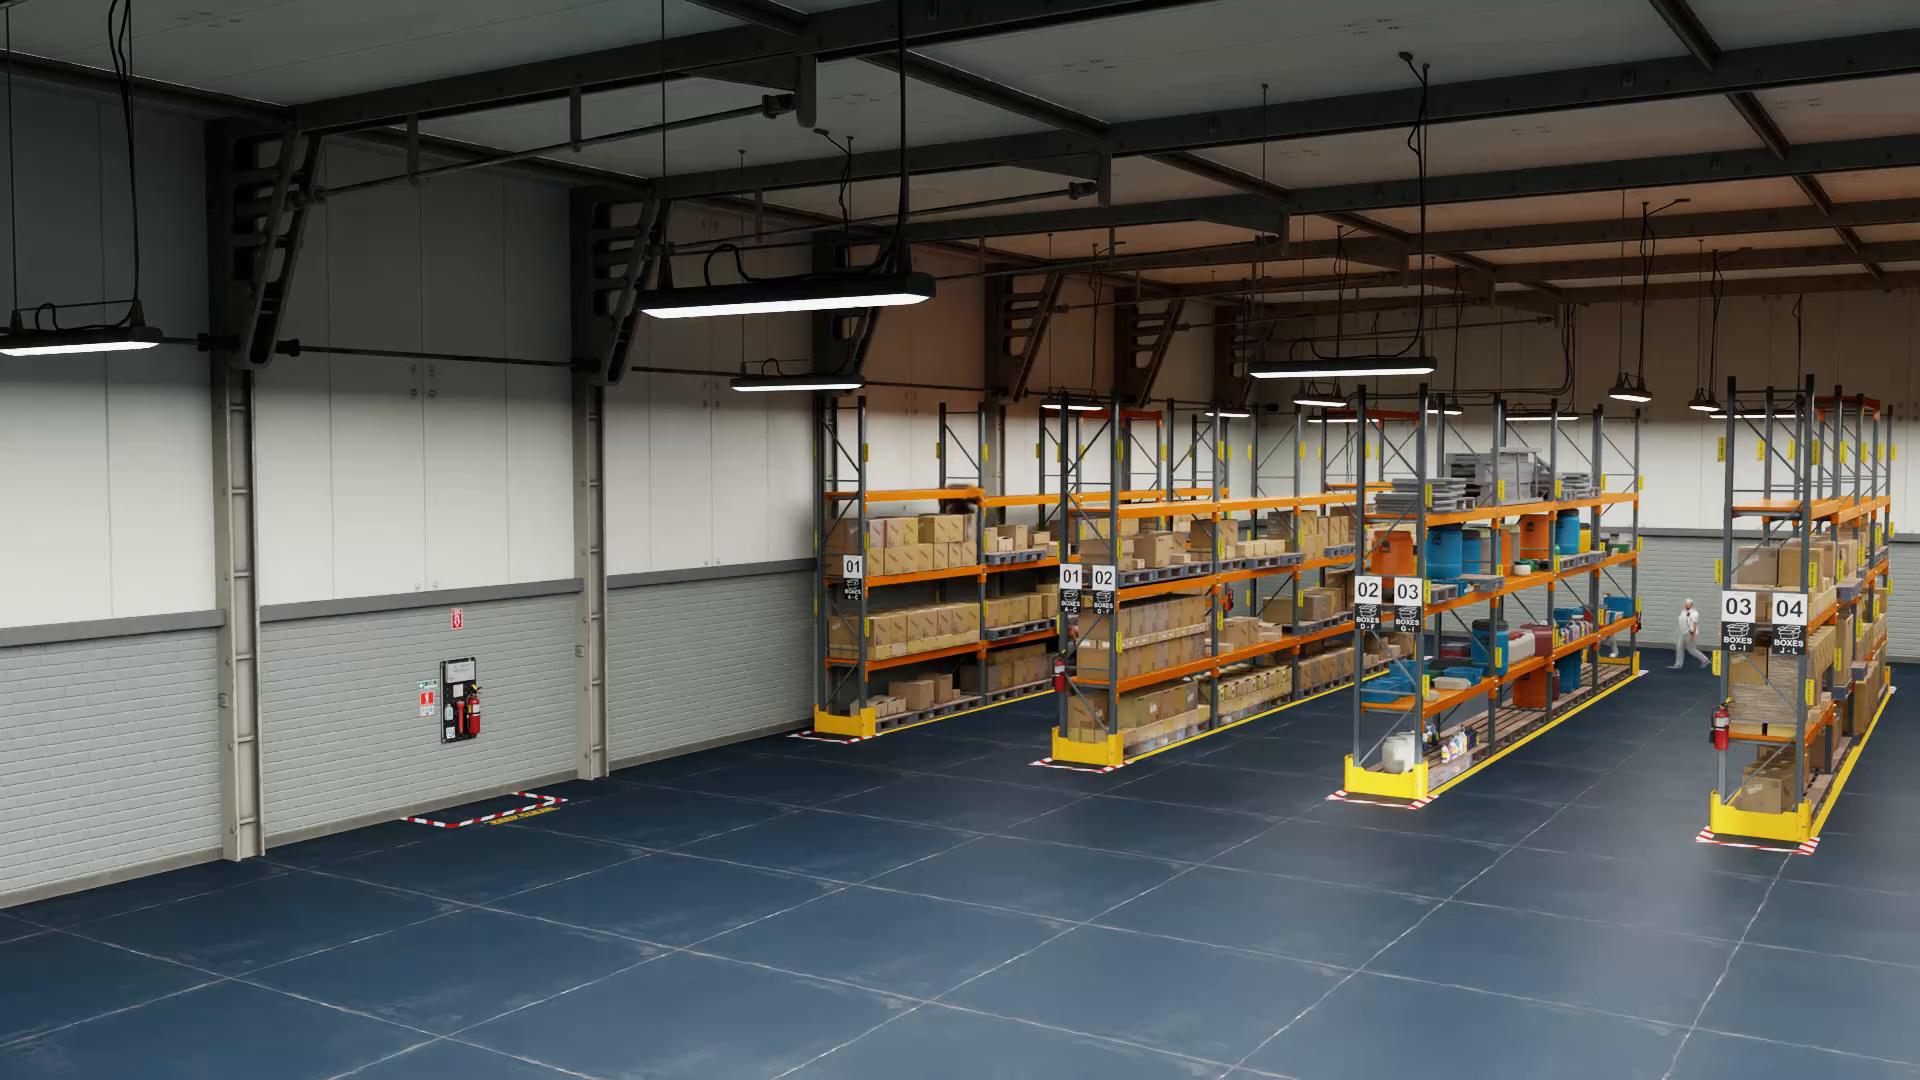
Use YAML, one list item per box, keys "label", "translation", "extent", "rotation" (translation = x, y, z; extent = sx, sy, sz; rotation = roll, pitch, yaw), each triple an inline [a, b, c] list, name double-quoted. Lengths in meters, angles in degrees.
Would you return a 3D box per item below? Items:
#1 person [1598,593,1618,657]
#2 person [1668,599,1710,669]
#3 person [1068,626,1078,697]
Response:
- label: "person"
  translation: [15.575, 2.087, 40.071]
  extent: [0.442, 1.625, 1.061]
  rotation: [2, 4, 38]
- label: "person"
  translation: [16.786, 2.167, 38.275]
  extent: [0.852, 1.638, 0.498]
  rotation: [0, 3, -1]
- label: "person"
  translation: [2.087, 2.481, 31.724]
  extent: [0.527, 1.718, 0.554]
  rotation: [3, 4, 40]
